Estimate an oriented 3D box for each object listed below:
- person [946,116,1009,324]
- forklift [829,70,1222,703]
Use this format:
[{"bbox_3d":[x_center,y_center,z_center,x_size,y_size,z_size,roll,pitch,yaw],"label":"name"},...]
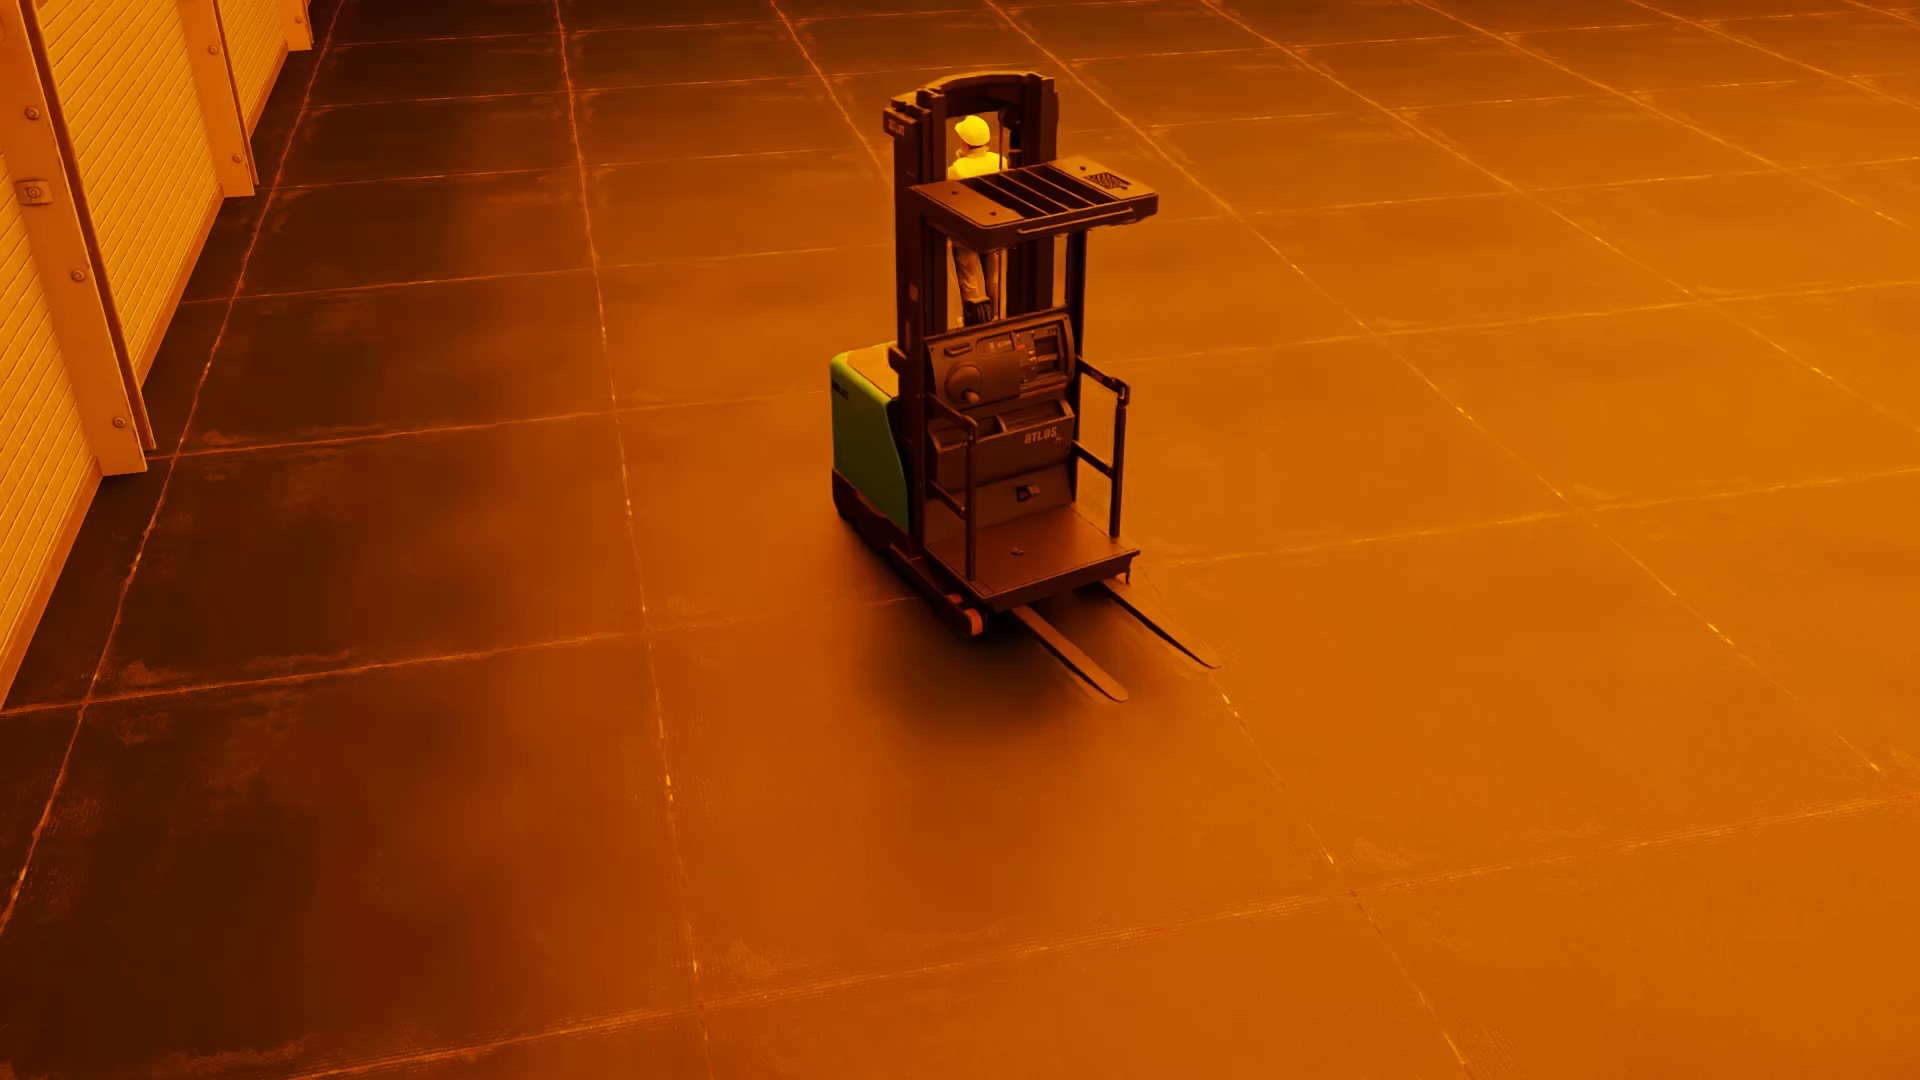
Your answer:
[{"bbox_3d":[0.100,-2.466,12.974,0.634,1.776,0.565,-10,32,-17],"label":"person"},{"bbox_3d":[0.350,-0.974,9.258,1.130,2.935,3.031,-16,34,-26],"label":"forklift"}]
